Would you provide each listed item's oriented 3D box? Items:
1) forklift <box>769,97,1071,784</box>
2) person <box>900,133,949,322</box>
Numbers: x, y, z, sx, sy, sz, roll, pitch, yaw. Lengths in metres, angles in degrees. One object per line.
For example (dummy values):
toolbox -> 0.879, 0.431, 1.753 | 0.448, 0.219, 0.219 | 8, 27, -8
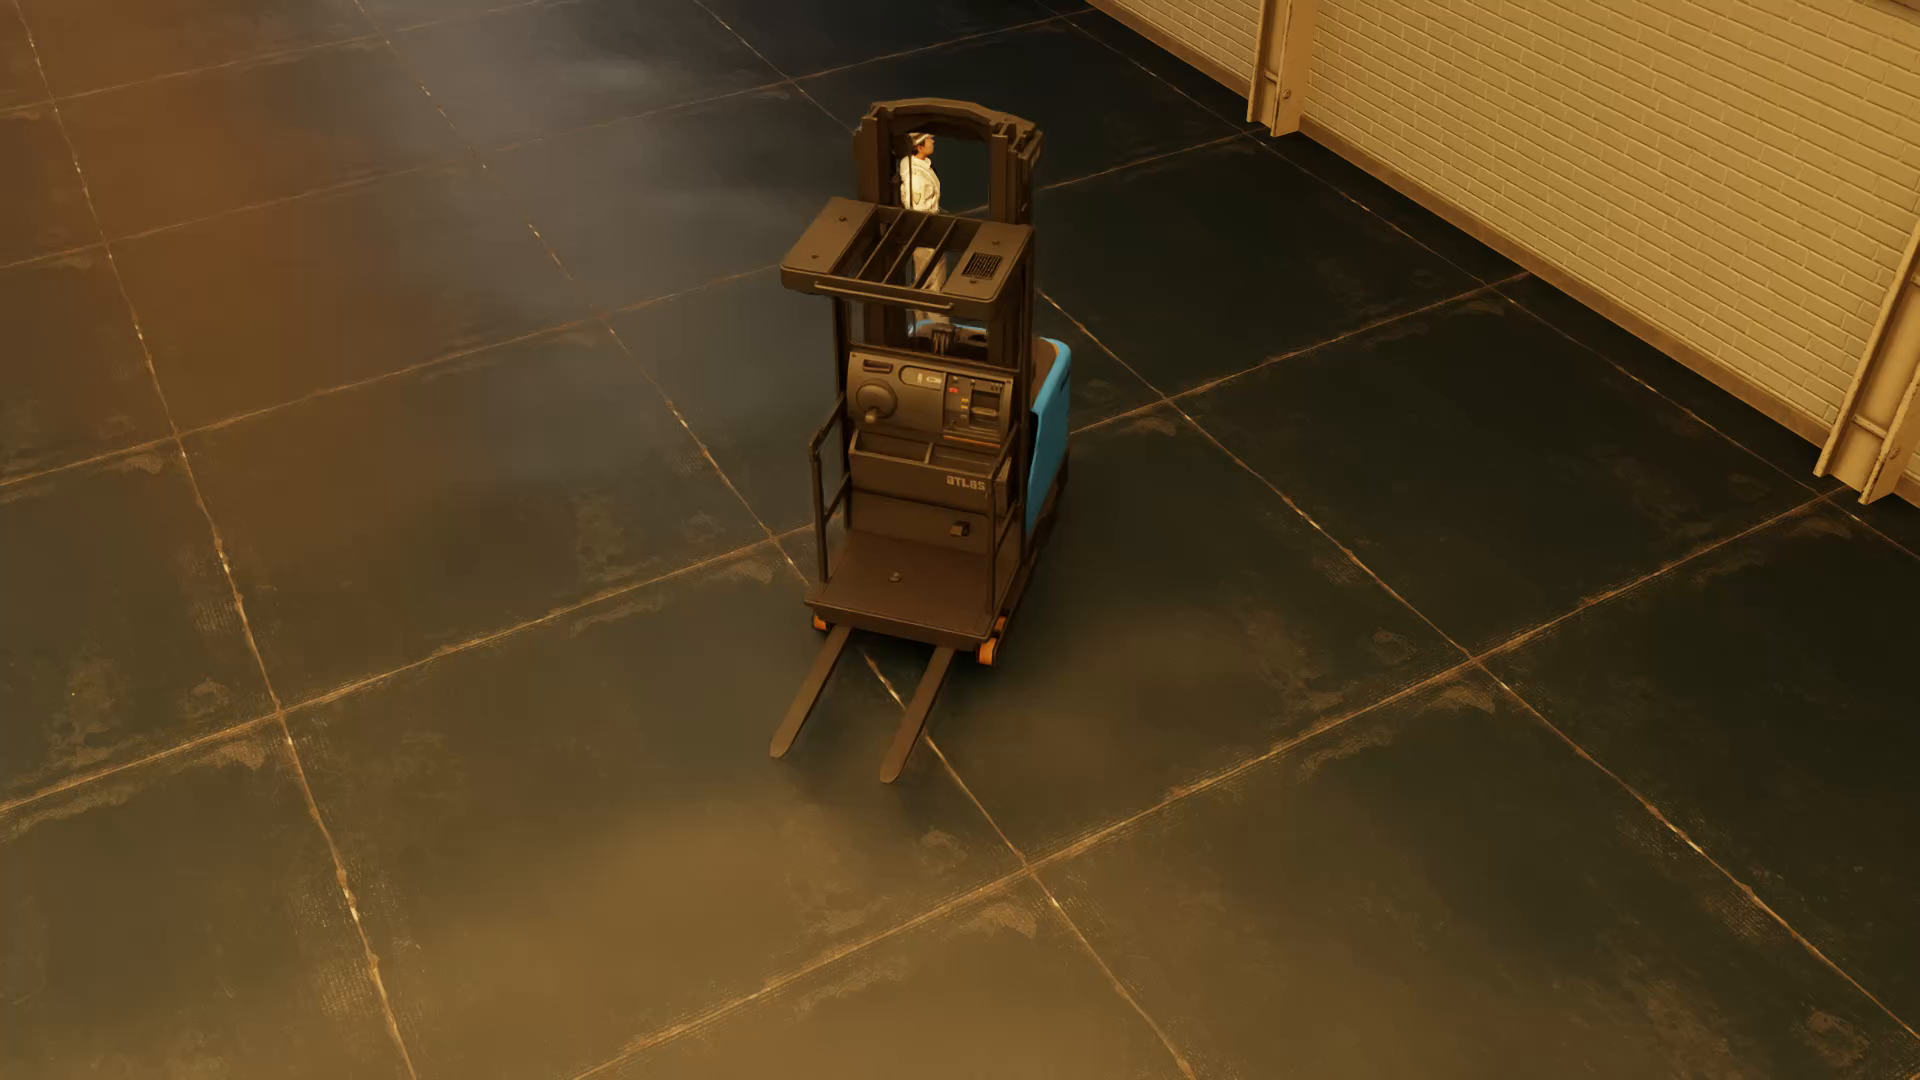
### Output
forklift -> -0.227, -0.700, 8.880 | 1.130, 2.935, 3.031 | 11, 41, 13
person -> -0.175, -2.123, 11.553 | 0.533, 1.694, 0.584 | -4, 40, -5
